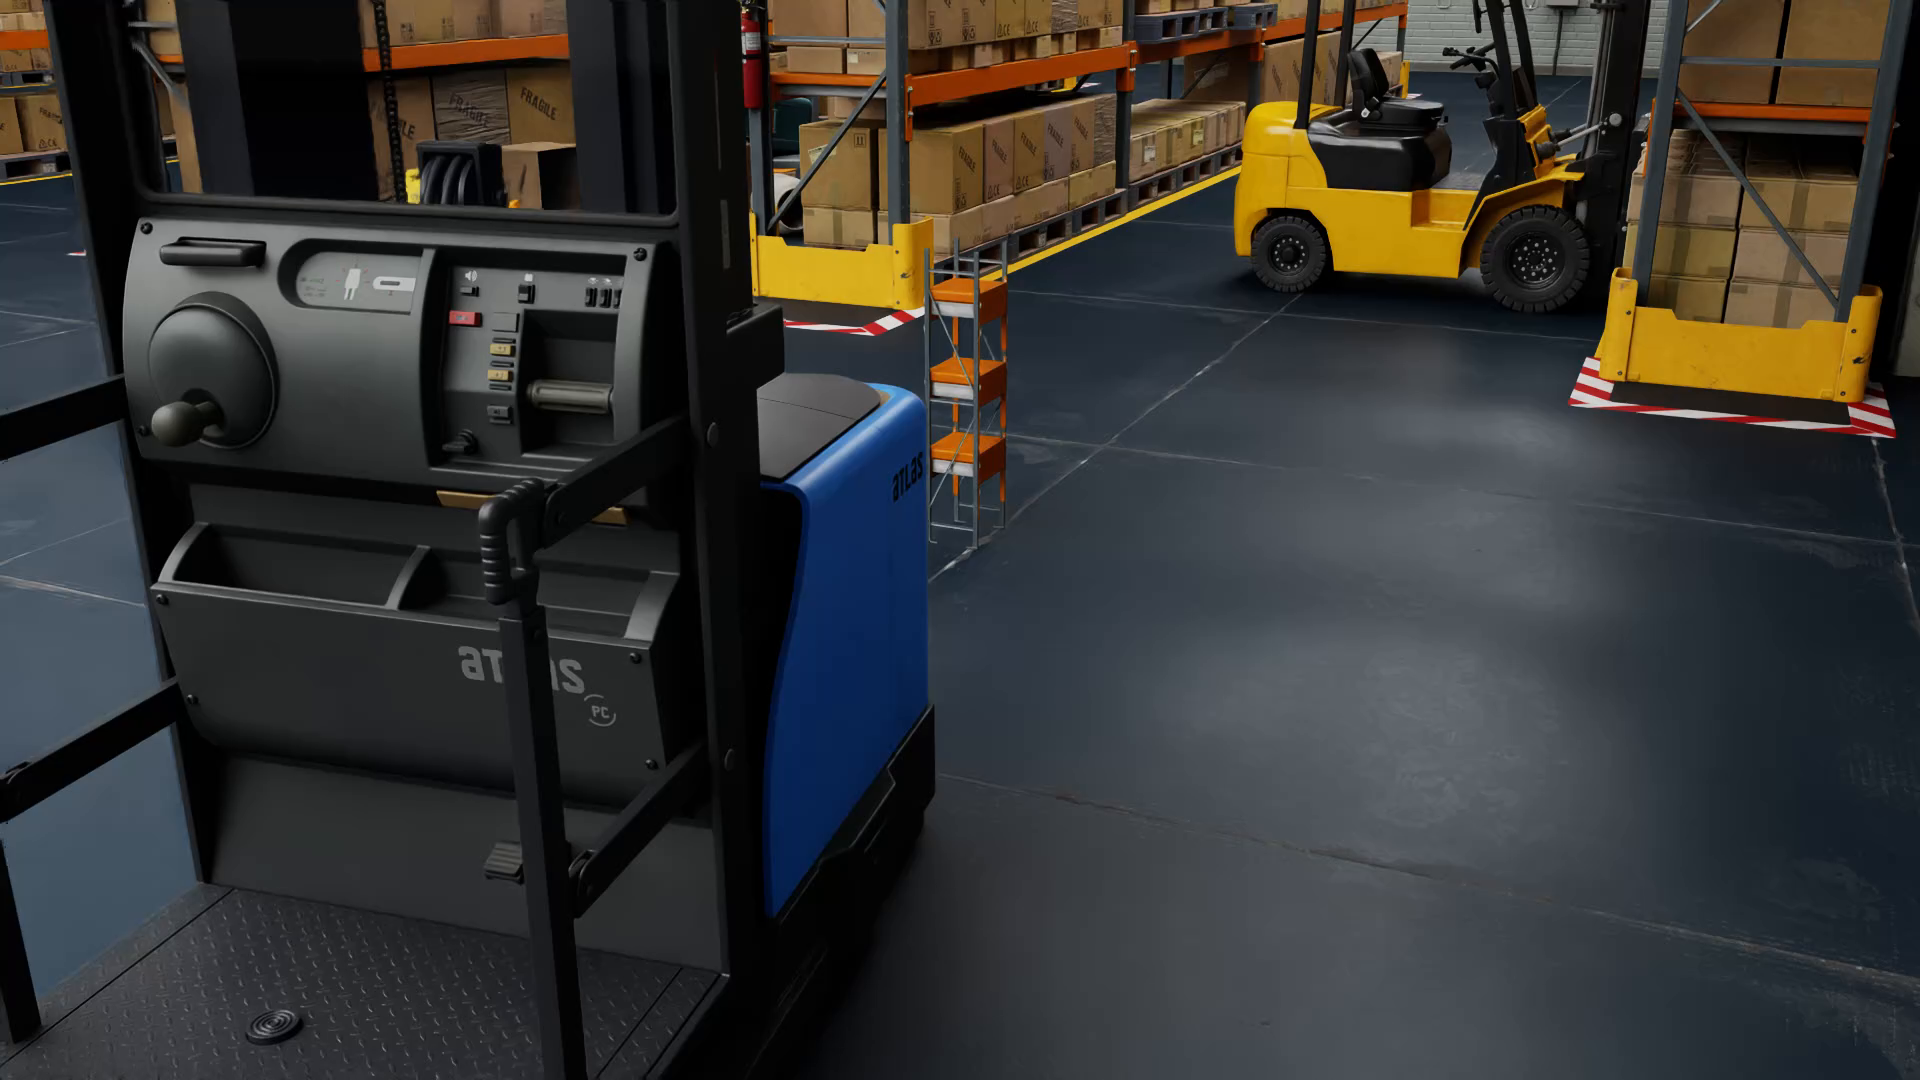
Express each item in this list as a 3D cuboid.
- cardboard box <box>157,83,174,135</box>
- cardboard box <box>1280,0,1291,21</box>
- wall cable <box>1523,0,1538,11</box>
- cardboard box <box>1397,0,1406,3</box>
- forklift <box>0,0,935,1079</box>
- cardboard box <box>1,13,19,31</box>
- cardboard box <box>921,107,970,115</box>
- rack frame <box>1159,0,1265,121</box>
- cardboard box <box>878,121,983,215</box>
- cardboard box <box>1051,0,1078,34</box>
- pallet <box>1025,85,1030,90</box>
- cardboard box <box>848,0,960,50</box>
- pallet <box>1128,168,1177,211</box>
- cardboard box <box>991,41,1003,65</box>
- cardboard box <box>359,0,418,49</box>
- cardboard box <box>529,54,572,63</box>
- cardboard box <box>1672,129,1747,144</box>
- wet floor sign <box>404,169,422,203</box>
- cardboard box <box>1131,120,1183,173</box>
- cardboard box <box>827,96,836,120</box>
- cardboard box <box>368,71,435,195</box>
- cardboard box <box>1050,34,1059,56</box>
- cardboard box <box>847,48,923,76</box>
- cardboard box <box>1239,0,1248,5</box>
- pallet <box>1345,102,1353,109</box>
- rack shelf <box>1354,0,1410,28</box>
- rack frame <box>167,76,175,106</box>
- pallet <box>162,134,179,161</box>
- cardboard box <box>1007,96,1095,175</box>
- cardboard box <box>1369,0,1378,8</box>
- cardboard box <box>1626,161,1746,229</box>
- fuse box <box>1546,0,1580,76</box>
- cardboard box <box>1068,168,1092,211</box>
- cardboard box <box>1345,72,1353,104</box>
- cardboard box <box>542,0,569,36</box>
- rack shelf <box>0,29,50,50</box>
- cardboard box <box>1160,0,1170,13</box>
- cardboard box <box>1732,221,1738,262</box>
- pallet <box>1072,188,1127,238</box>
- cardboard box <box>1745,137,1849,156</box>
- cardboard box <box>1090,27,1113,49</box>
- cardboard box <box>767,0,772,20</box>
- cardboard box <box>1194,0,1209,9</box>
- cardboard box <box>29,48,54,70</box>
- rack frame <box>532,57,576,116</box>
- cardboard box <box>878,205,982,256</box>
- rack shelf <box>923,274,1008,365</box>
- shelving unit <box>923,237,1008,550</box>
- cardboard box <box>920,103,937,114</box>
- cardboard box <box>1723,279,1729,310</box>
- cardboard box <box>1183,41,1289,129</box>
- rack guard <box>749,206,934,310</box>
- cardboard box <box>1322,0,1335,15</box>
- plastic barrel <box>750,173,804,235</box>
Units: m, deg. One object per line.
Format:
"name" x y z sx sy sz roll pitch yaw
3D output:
"cardboard box" -8.374 -4.353 16.835 0.500 0.500 0.500 8 21 21
"cardboard box" 3.129 -5.516 17.226 0.500 0.250 0.500 8 21 21
"wall cable" 9.368 -9.772 27.455 0.588 1.984 0.122 9 21 23
"cardboard box" 5.825 -7.621 22.773 0.500 0.500 0.500 9 21 23
"forklift" -0.962 -0.289 2.408 1.130 2.935 3.031 6 20 15
"cardboard box" -8.793 -4.702 15.090 0.380 0.149 0.250 9 21 23
"cardboard box" -0.257 -2.716 11.488 0.500 0.500 0.500 8 21 21
"rack frame" 2.505 -5.312 16.430 1.000 3.000 0.127 9 21 23
"cardboard box" -0.179 -2.338 10.425 0.500 0.500 0.500 8 21 21
"cardboard box" 0.499 -3.789 11.554 0.500 0.500 0.500 9 22 24
"pallet" 0.327 -6.454 23.801 1.003 0.211 1.213 9 21 23
"cardboard box" -0.324 -3.161 9.787 0.500 0.500 0.500 8 21 22
"pallet" 1.185 -3.014 14.128 1.003 0.211 1.213 9 21 23
"cardboard box" 0.052 -3.128 10.662 0.380 0.149 0.250 9 22 24
"cardboard box" -4.668 -4.030 12.601 0.875 0.550 0.550 9 21 23
"cardboard box" -5.862 -6.348 21.887 1.225 0.875 0.875 9 21 23
"cardboard box" 4.501 -2.370 10.140 0.500 0.250 0.500 9 22 25
"wet floor sign" -3.533 -2.125 10.982 0.267 0.644 0.232 5 20 13
"cardboard box" 1.371 -3.430 14.432 0.950 0.372 0.625 10 22 26
"cardboard box" -0.769 -3.504 13.944 0.500 0.500 0.500 9 21 23
"cardboard box" -4.752 -3.197 13.027 0.875 0.875 0.875 8 21 22
"cardboard box" 0.469 -3.446 11.557 0.380 0.149 0.250 8 21 22
"cardboard box" -0.443 -2.824 9.807 0.380 0.149 0.250 9 21 23
"cardboard box" 2.480 -5.084 15.537 0.380 0.149 0.250 8 21 22
"pallet" 4.526 -5.443 20.959 1.003 0.211 1.213 9 21 23
"rack shelf" 4.962 -6.807 21.708 1.077 0.370 4.000 9 21 23
"rack frame" -11.054 -7.352 22.164 1.000 3.000 0.127 9 21 23
"pallet" -8.416 -3.925 16.691 1.003 0.211 1.213 9 21 23
"cardboard box" 0.663 -2.972 12.206 0.500 0.500 0.500 9 21 24
"cardboard box" 4.994 -6.994 21.009 0.500 0.500 0.500 9 21 23
"cardboard box" 3.663 -1.744 8.380 0.500 0.250 0.500 9 22 25
"fuse box" 9.926 -8.545 27.442 0.539 1.711 0.414 9 21 23
"cardboard box" 0.662 -2.610 12.308 0.500 0.250 0.500 8 21 21
"cardboard box" 4.498 -5.703 20.725 0.875 0.438 0.875 8 21 22
"cardboard box" -3.830 -4.694 14.467 0.875 0.550 0.550 9 21 23
"rack shelf" -8.993 -4.499 15.216 1.077 0.370 4.000 9 21 23
"cardboard box" 1.492 -4.370 13.527 0.380 0.149 0.250 9 21 24
"cardboard box" 3.889 -1.668 8.914 0.500 0.250 0.500 8 21 22
"pallet" 0.625 -2.566 12.868 1.003 0.211 1.213 9 21 23
"cardboard box" 4.761 -2.142 9.498 0.500 0.250 0.500 8 21 22
"cardboard box" 0.918 -3.754 12.422 0.380 0.149 0.250 9 22 24
"cardboard box" -2.197 -5.681 17.317 0.500 0.500 0.500 9 21 23
"cardboard box" 1.941 -4.689 14.426 0.380 0.149 0.250 9 22 25
"cardboard box" -14.496 -7.636 26.037 0.500 0.500 0.500 8 21 21
"rack frame" -3.690 -4.738 14.814 1.000 3.000 0.127 9 21 23
"cardboard box" -0.188 -1.978 10.530 0.500 0.250 0.500 8 21 22
"rack shelf" 0.022 -0.768 5.747 0.215 0.259 0.240 9 21 23
"shelving unit" 0.022 -0.511 5.839 0.215 1.050 0.252 9 21 23
"cardboard box" -0.376 -2.987 11.280 0.380 0.149 0.250 10 22 25
"cardboard box" 3.876 -1.427 8.981 0.500 0.250 0.500 9 21 23
"cardboard box" 2.864 -4.709 17.277 0.875 0.875 0.875 8 21 22
"rack guard" -0.740 -1.712 10.037 1.175 0.500 0.348 9 21 23
"cardboard box" 3.980 -6.137 18.973 0.500 0.250 0.500 8 21 22
"plastic barrel" -1.306 -2.492 12.344 0.421 0.421 0.512 -9 22 -24
